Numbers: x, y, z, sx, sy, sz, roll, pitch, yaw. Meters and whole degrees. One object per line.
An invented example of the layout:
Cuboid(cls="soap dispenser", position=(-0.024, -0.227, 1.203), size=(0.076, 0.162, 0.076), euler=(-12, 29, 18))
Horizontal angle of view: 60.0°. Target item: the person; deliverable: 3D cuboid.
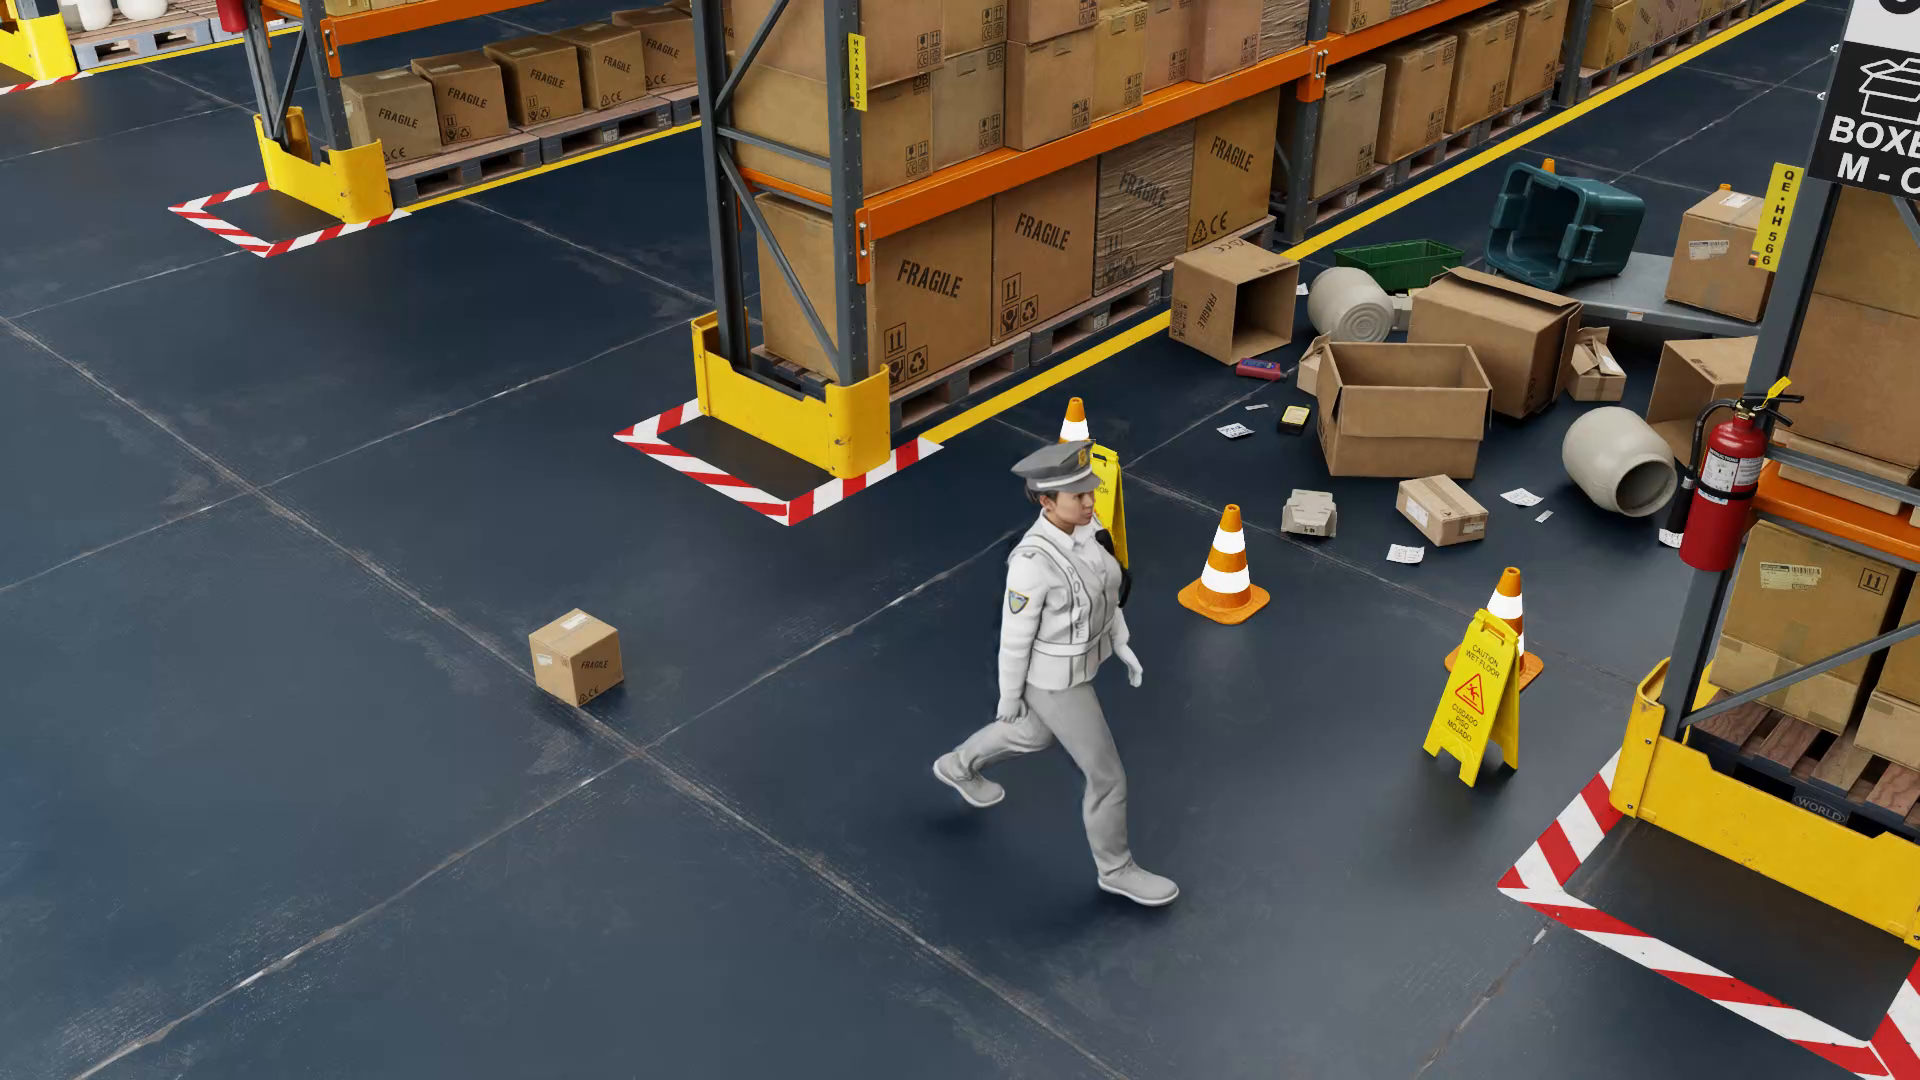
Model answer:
Cuboid(cls="person", position=(0.319, 0.397, 5.445), size=(0.987, 1.640, 0.458), euler=(14, 34, 21))
